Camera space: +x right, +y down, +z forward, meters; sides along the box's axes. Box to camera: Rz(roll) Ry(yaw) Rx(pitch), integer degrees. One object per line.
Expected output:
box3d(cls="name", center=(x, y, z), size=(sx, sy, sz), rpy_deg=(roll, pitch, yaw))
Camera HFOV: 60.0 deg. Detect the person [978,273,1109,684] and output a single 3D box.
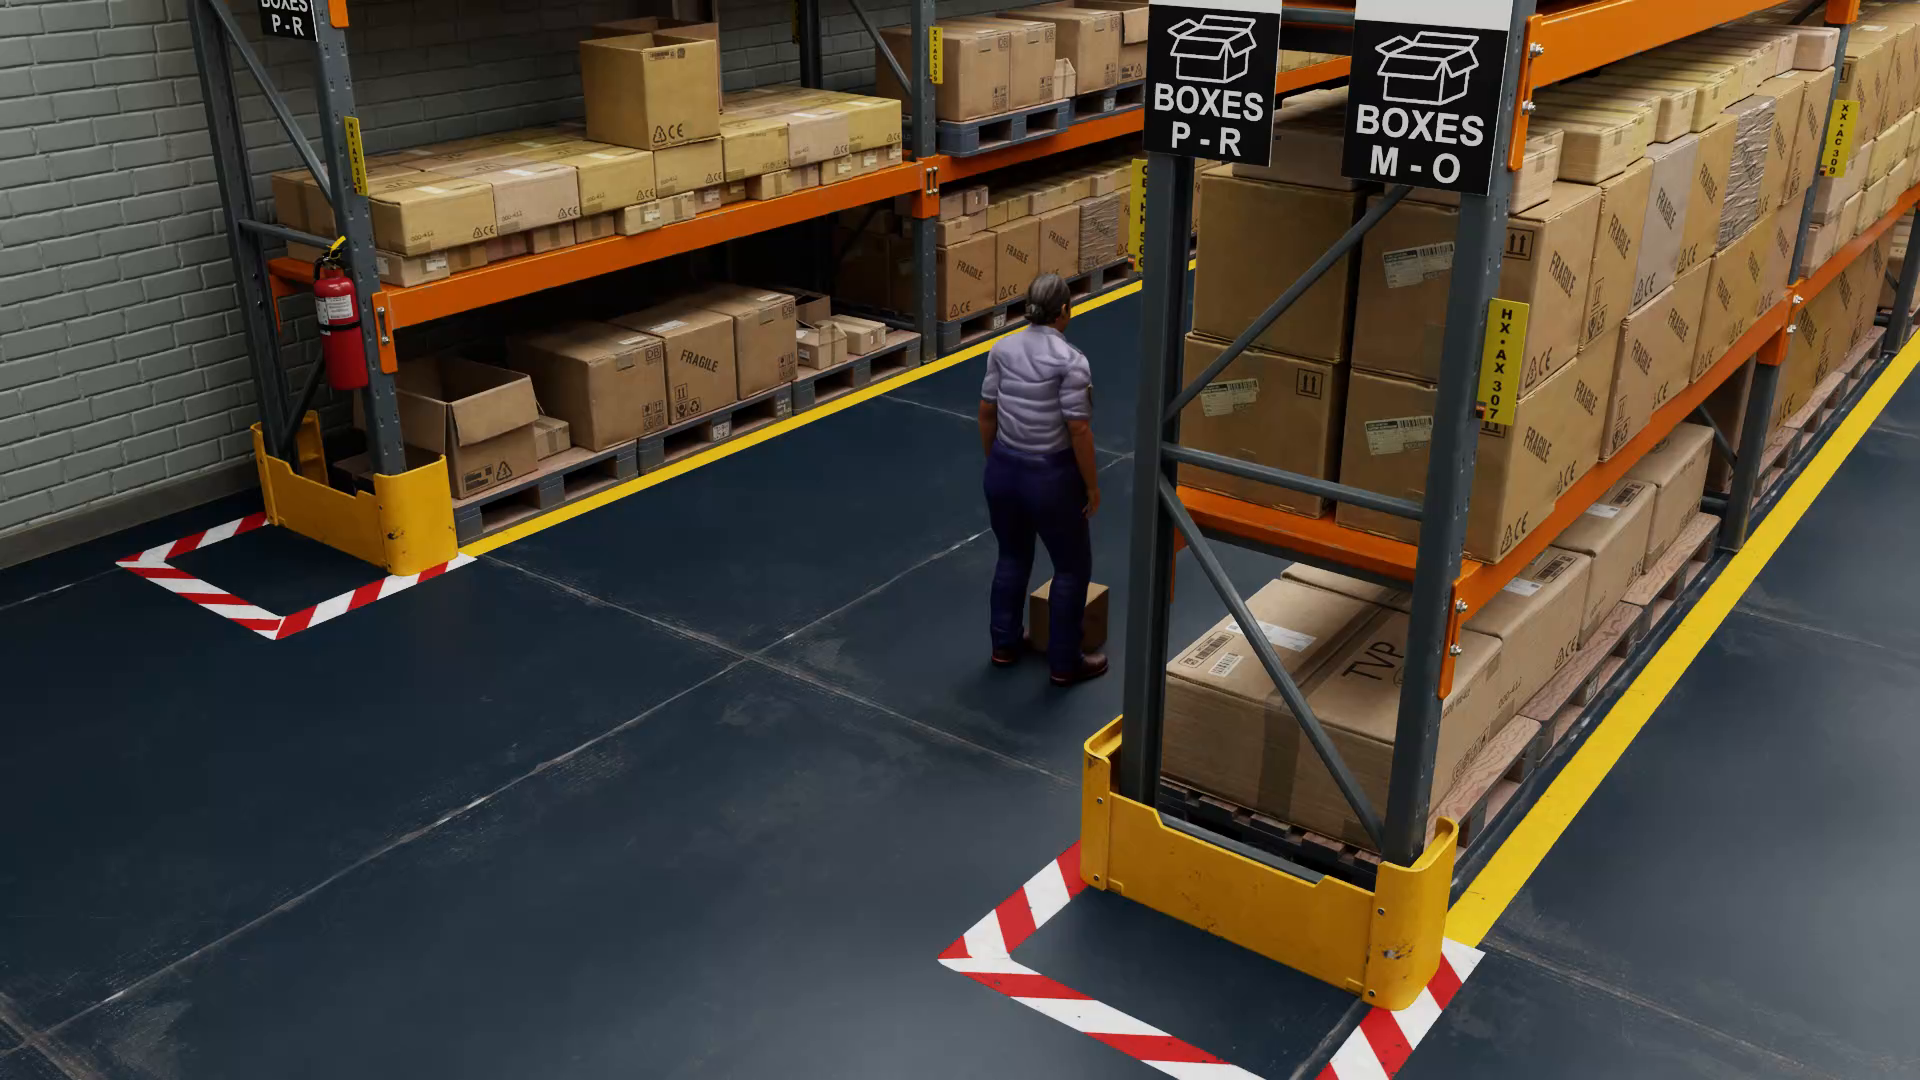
box3d(cls="person", center=(0.321, -0.235, 6.645), size=(0.547, 1.651, 0.367), rpy_deg=(16, 29, 33))
